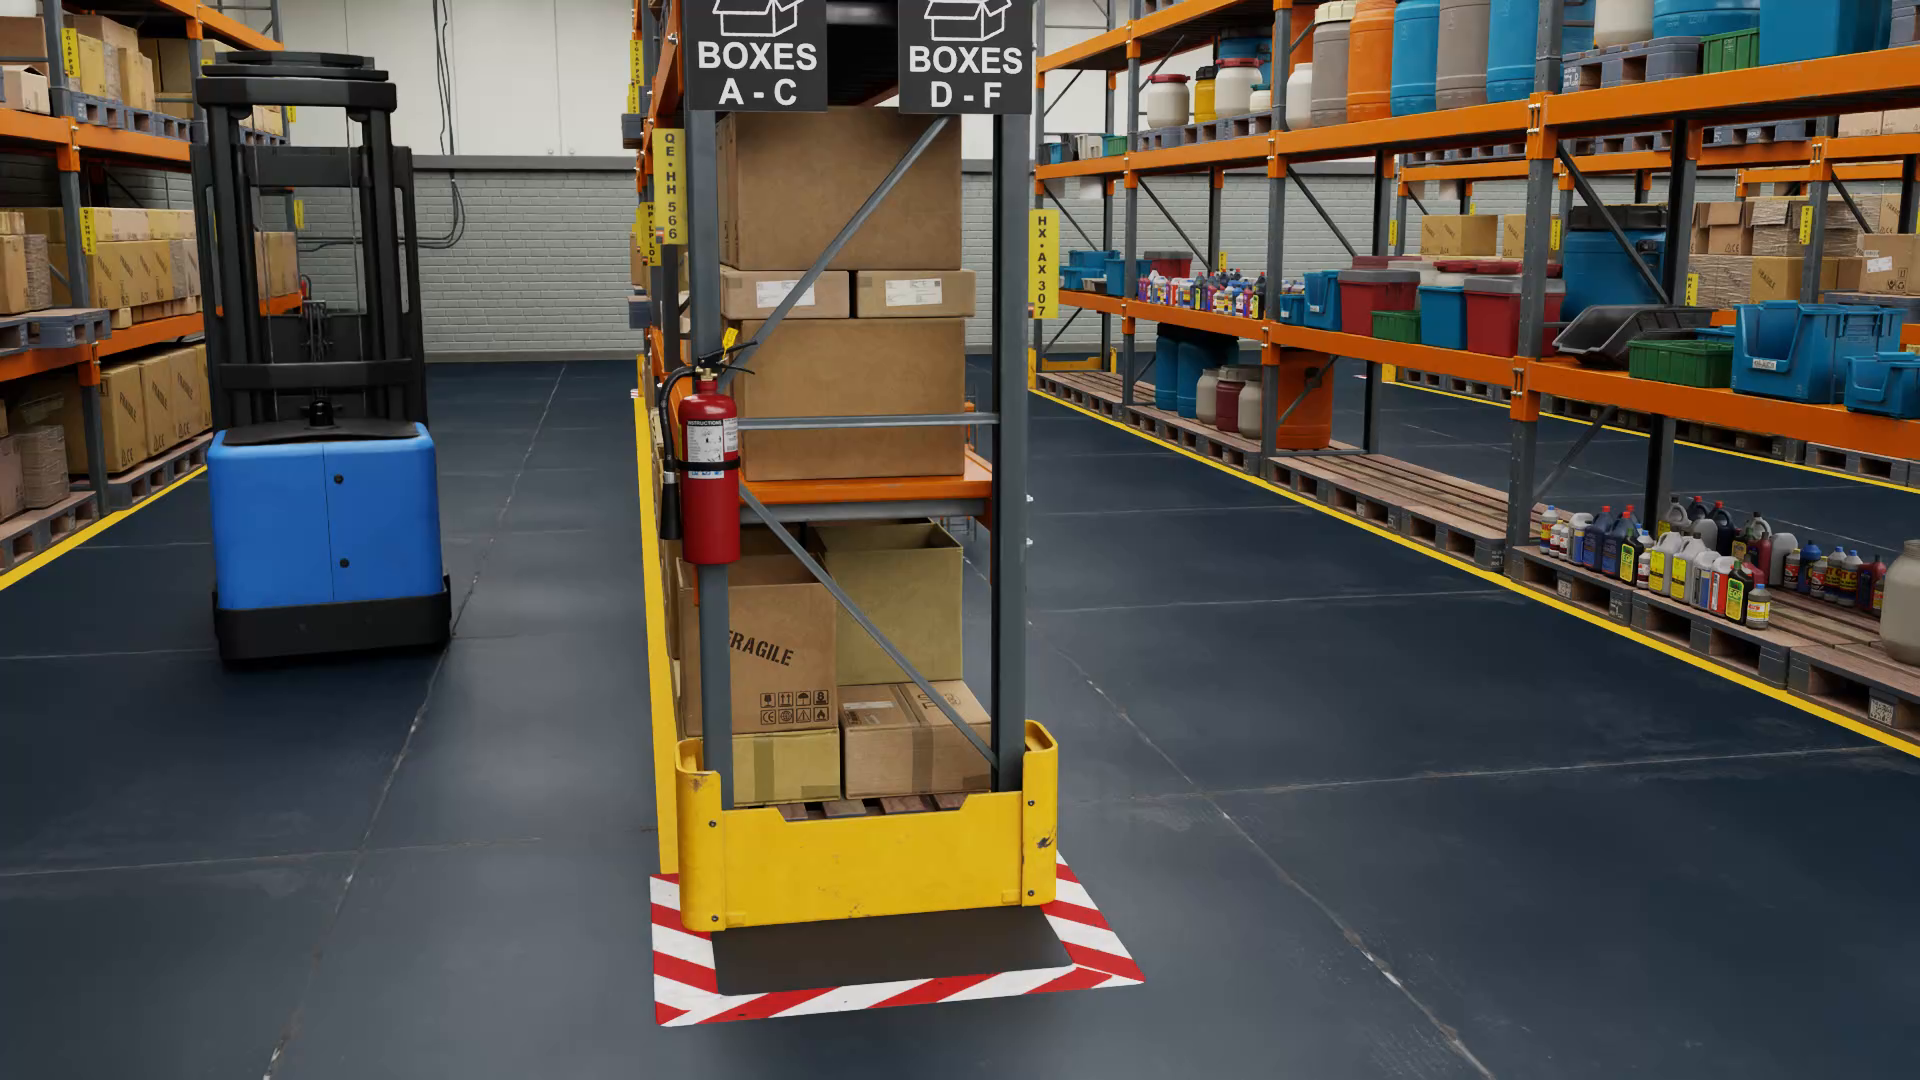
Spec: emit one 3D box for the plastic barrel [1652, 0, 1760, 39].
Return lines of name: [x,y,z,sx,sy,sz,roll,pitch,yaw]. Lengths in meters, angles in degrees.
plastic barrel: [3.874,-3.002,8.463,0.600,0.901,0.708,-2,11,-11]

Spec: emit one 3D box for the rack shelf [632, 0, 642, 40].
rack shelf: [-2.241,-4.581,14.191,1.077,0.370,4.000,-2,11,-11]

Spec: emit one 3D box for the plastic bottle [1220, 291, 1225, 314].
plastic bottle: [2.366,-2.111,14.796,0.097,0.201,0.097,0,11,0]

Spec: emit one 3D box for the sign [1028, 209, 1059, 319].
sign: [0.249,-0.833,5.024,0.100,0.325,0.005,-2,11,-11]

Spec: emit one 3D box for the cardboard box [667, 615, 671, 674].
cardboard box: [-0.994,0.432,7.133,0.500,0.250,0.500,-2,11,-11]

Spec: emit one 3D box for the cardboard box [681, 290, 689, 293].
cardboard box: [-1.824,-1.705,12.370,0.500,0.311,0.500,-1,11,-7]

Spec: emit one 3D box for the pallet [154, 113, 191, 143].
pallet: [-7.262,-3.583,14.488,0.805,0.209,1.217,-3,11,-13]

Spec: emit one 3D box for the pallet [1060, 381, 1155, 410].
pallet: [1.808,-1.718,19.658,1.003,0.211,1.213,-2,11,-11]

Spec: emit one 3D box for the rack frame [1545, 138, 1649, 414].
rack frame: [7.088,-2.910,18.464,1.000,3.000,0.127,-2,11,-11]

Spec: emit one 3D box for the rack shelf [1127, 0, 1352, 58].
rack shelf: [2.618,-4.760,15.134,1.077,0.370,4.000,-2,11,-11]

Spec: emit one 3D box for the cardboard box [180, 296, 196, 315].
cardboard box: [-6.958,-2.064,14.634,0.380,0.149,0.250,-2,11,-11]

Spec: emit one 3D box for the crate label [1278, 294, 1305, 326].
crate label: [2.722,-1.823,13.201,0.303,0.233,0.416,-2,11,-11]

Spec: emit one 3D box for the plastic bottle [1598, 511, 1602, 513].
plastic bottle: [3.611,-0.016,9.345,0.061,0.283,0.133,-2,11,-11]

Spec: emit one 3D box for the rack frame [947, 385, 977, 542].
rack frame: [0.013,-0.503,11.032,0.200,1.050,0.008,-2,11,-11]

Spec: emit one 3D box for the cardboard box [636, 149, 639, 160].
cardboard box: [-3.374,-4.397,18.653,0.500,0.250,0.500,-2,11,-11]

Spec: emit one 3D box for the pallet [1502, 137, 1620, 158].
pallet: [6.939,-4.491,18.982,1.003,0.211,1.213,-2,11,-11]

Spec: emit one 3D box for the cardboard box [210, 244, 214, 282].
cardboard box: [-7.151,-2.499,15.189,0.500,0.500,0.500,-2,11,-12]

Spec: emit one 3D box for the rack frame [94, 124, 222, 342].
rack frame: [-7.488,-2.370,15.625,1.000,3.000,0.127,-2,11,-11]

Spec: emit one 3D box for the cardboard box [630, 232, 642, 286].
cardboard box: [-2.757,-2.711,16.027,0.700,0.500,0.500,-6,12,-30]

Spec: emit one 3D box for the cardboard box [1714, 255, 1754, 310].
cardboard box: [7.435,-2.399,15.510,0.500,0.500,0.500,-2,11,-12]

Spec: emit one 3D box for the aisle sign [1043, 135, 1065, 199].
aisle sign: [1.146,-4.743,21.142,0.394,0.787,0.004,-2,11,-11]

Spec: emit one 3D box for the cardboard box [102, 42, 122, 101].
cardboard box: [-7.219,-3.749,13.406,0.700,0.500,0.500,-2,11,-11]

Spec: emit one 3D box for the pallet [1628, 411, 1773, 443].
pallet: [7.552,-1.177,16.818,1.003,0.211,1.213,-2,11,-11]

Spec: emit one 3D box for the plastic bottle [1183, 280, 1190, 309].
plastic bottle: [2.167,-2.333,15.778,0.097,0.271,0.097,0,11,0]

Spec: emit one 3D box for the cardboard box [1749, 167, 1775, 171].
cardboard box: [11.031,-5.114,22.421,0.500,0.250,0.500,-2,11,-9]

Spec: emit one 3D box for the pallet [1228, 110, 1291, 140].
pallet: [2.954,-3.521,14.156,1.003,0.211,1.213,-2,11,-11]

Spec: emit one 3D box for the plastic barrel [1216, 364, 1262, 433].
plastic barrel: [2.676,-1.314,15.406,0.600,0.588,0.708,-2,11,-11]

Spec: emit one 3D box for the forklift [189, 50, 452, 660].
forklift: [-3.530,-1.098,9.124,1.130,2.935,3.031,-4,12,-20]

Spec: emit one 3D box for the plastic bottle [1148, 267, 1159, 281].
plastic bottle: [1.988,-2.622,17.082,0.144,0.351,0.185,-2,11,-11]

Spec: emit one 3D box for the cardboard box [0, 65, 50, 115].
cardboard box: [-6.306,-2.954,10.854,0.500,0.311,0.500,-2,11,-11]

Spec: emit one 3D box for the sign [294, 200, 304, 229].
sign: [-7.731,-3.806,19.439,0.100,0.325,0.005,-2,11,-11]

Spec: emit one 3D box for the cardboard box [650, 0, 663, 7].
cardboard box: [-1.130,-2.587,7.486,0.500,0.311,0.500,-3,11,-14]

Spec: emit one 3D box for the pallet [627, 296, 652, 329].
pallet: [-2.053,-1.844,13.378,1.213,0.211,1.003,-2,11,-11]

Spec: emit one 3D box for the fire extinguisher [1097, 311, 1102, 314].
fire extinguisher: [1.868,-3.287,21.646,0.296,0.674,0.183,-2,11,-11]

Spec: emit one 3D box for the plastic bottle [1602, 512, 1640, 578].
plastic bottle: [3.572,0.020,8.976,0.144,0.351,0.185,-3,11,-13]

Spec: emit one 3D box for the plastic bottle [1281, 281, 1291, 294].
plastic bottle: [3.020,-2.258,15.384,0.097,0.271,0.097,0,11,0]

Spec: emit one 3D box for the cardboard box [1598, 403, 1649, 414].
cardboard box: [7.406,-1.792,17.150,1.225,0.875,0.875,-3,11,-13]

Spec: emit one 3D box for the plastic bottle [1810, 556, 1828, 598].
plastic bottle: [4.411,0.186,8.504,0.097,0.201,0.097,0,11,0]

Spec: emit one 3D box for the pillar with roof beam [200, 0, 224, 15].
pillar with roof beam: [-5.417,-6.671,22.177,9.100,9.000,0.400,-2,11,-11]

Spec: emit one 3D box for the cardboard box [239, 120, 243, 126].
cardboard box: [-7.449,-4.255,16.520,0.500,0.250,0.500,-2,11,-12]

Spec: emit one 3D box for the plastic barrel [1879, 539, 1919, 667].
plastic barrel: [4.263,0.277,7.250,0.421,0.512,0.421,0,11,0]

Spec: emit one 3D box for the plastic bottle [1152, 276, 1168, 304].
plastic bottle: [2.017,-2.503,16.658,0.152,0.276,0.135,-2,11,-11]

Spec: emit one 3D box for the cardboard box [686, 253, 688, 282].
cardboard box: [-1.163,-1.349,8.258,0.380,0.149,0.250,-2,11,-10]

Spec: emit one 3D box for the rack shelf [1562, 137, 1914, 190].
rack shelf: [7.477,-3.664,16.324,1.077,0.370,4.000,-2,11,-11]

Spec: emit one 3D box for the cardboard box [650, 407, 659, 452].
cardboard box: [-2.038,-0.841,12.325,0.500,0.311,0.500,-2,11,-9]

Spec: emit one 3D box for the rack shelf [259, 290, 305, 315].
rack shelf: [-7.877,-2.383,17.619,1.077,0.370,4.000,-2,11,-11]

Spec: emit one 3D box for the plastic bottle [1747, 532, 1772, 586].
plastic bottle: [4.217,0.091,8.782,0.061,0.283,0.133,-2,11,-11]

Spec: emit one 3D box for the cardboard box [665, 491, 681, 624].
cardboard box: [-0.997,0.064,7.062,0.500,0.500,0.500,-2,11,-11]

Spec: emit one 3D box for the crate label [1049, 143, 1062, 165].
crate label: [1.314,-4.683,20.155,0.408,0.251,0.502,-2,11,-11]

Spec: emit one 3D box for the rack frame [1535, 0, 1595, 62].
rack frame: [3.785,-4.210,9.248,1.000,3.000,0.127,-2,11,-11]

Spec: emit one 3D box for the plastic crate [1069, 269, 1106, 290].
plastic crate: [1.491,-3.057,19.523,0.416,0.233,0.300,-2,11,-11]

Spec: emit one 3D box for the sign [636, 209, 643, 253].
sign: [-2.383,-2.325,12.507,0.100,0.325,0.005,-2,11,-11]

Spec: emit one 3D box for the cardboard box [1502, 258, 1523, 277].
cardboard box: [6.641,-3.149,19.324,0.500,0.250,0.500,-2,11,-9]

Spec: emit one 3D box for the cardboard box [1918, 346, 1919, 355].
cardboard box: [11.648,-2.226,19.779,0.380,0.149,0.250,-2,11,-9]

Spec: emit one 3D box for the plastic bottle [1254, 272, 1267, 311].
plastic bottle: [2.820,-2.317,15.479,0.144,0.351,0.185,-2,11,-11]

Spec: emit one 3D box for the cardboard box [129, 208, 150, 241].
cardboard box: [-6.752,-2.492,13.147,0.500,0.250,0.500,-2,11,-11]

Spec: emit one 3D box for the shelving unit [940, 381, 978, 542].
shelving unit: [-0.010,-0.526,11.150,0.215,1.050,0.252,-2,11,-11]
